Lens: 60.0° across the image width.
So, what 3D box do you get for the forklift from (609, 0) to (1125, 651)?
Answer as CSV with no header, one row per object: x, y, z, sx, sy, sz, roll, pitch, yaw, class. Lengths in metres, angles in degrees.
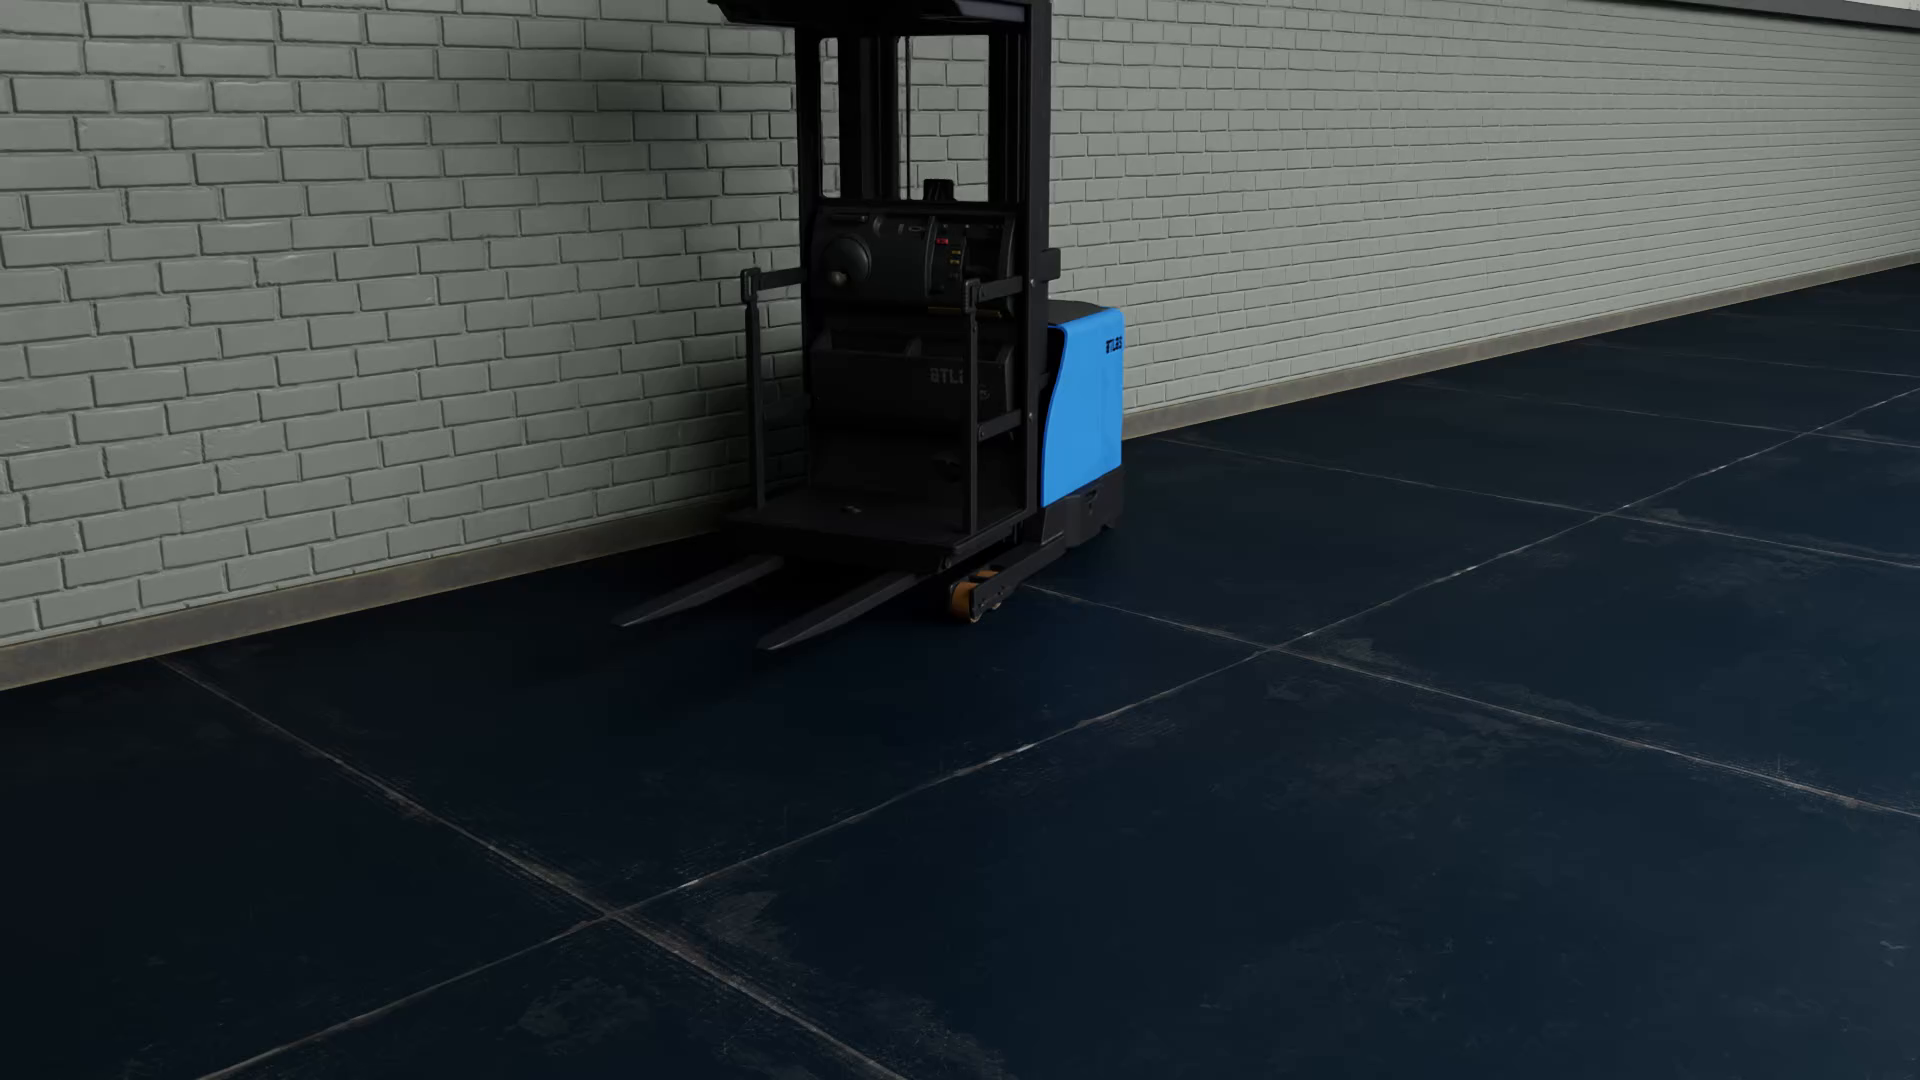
-0.293,-1.212,6.771,1.130,2.935,3.031,7,16,25,forklift
